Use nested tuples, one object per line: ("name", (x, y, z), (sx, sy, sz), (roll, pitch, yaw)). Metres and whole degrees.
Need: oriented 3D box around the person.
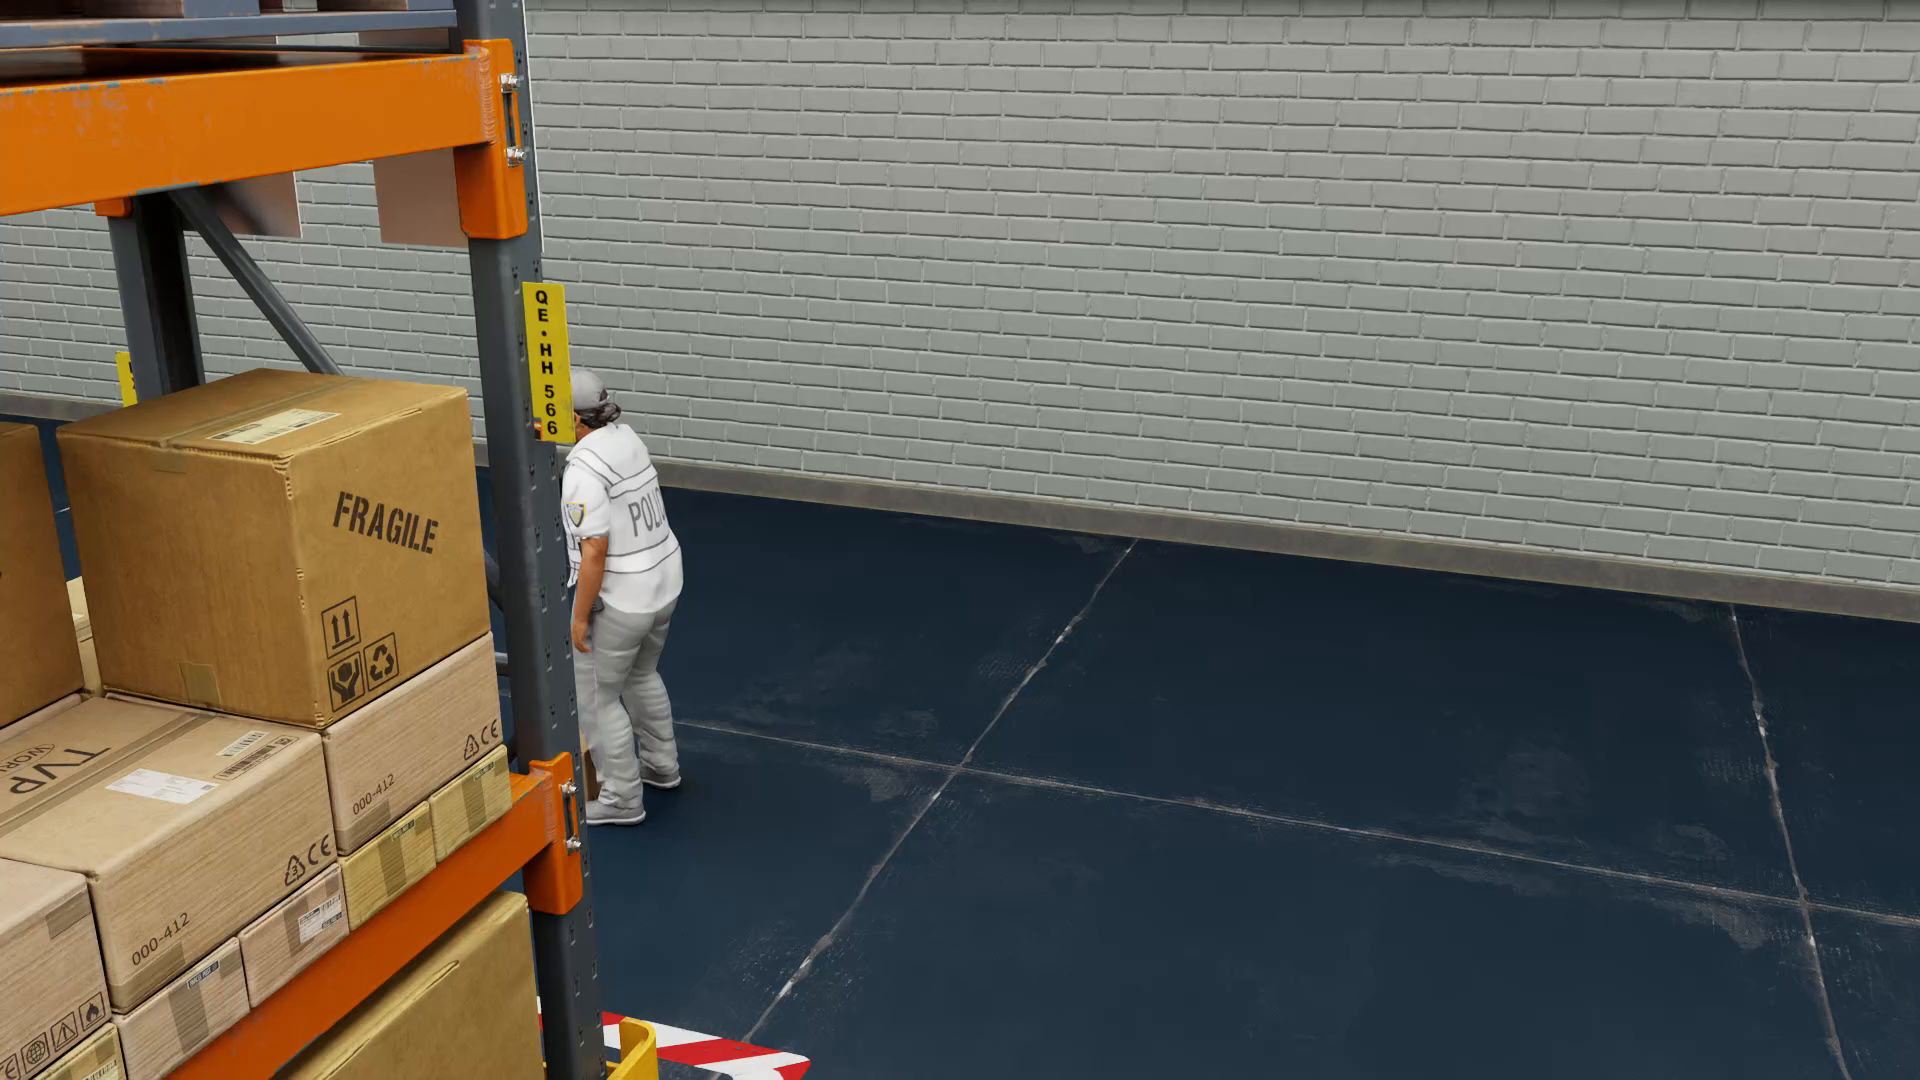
("person", (-1.247, 0.198, 5.970), (0.468, 1.665, 0.558), (5, 19, 15))
